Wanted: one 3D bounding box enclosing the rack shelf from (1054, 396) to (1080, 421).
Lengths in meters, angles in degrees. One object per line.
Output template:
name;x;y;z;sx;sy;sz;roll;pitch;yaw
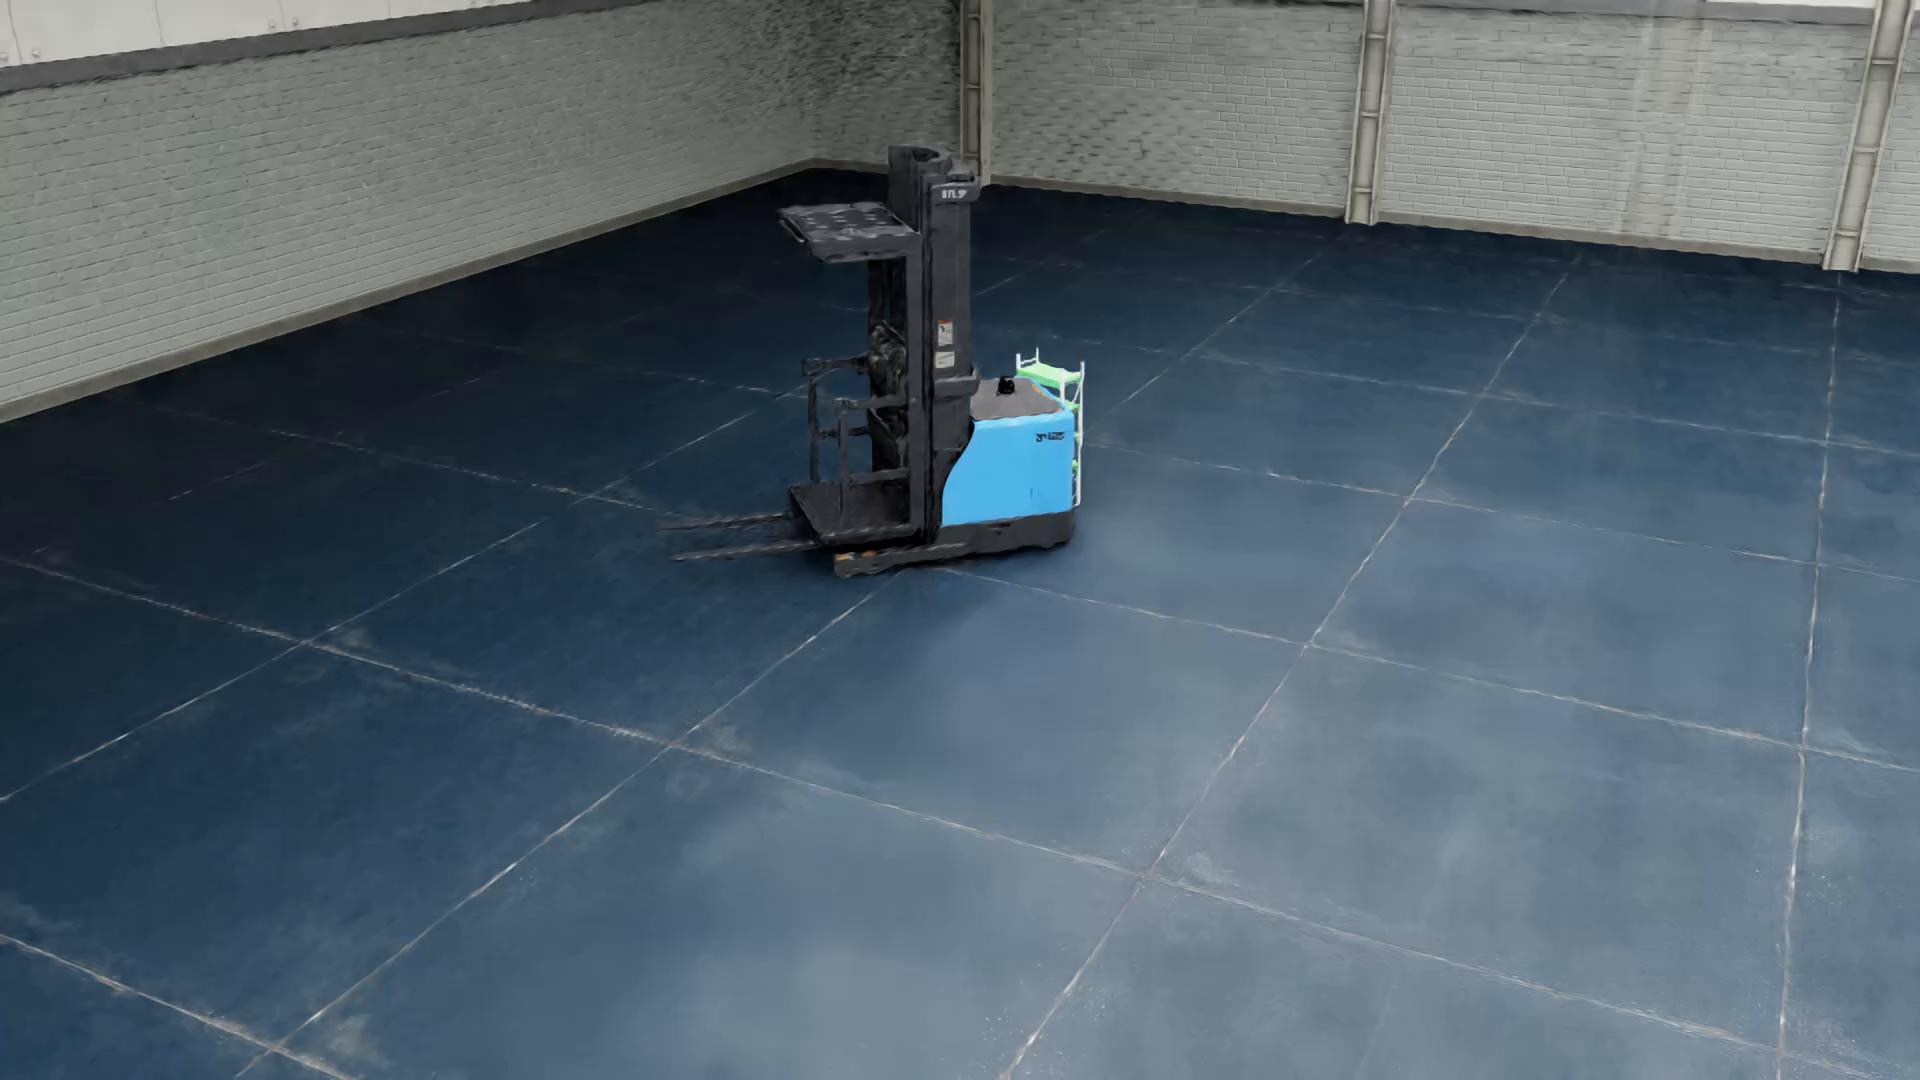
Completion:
rack shelf;0.707;-1.042;13.218;0.258;0.148;0.480;-20;30;-39

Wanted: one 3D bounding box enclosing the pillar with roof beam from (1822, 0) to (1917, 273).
pillar with roof beam;9.003;-6.010;15.383;0.400;9.000;9.100;11;25;25

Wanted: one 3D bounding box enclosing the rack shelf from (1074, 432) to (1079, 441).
rack shelf;0.707;-0.822;13.312;0.258;0.148;0.480;-20;30;-39

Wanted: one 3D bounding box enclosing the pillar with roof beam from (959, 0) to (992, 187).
pillar with roof beam;-1.706;-8.129;20.365;0.400;9.000;9.100;11;25;25

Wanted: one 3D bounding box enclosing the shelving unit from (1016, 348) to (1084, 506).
shelving unit;0.707;-0.880;13.287;0.258;1.200;0.503;-20;30;-39

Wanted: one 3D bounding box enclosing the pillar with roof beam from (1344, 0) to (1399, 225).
pillar with roof beam;3.648;-7.069;17.874;0.400;9.000;9.100;11;25;25

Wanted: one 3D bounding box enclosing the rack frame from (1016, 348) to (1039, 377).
rack frame;0.541;-0.950;13.451;0.240;1.200;0.015;-20;30;-39

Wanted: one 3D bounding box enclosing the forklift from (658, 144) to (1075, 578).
forklift;-0.717;-1.303;12.069;3.031;2.935;1.130;-7;24;-16

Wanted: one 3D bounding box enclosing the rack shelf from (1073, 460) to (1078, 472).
rack shelf;0.707;-0.601;13.406;0.258;0.148;0.480;-20;30;-39

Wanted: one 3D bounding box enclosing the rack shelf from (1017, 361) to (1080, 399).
rack shelf;0.707;-1.263;13.124;0.258;0.148;0.480;-20;30;-39

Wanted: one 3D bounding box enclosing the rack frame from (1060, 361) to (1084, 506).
rack frame;0.873;-0.811;13.123;0.240;1.200;0.015;-20;30;-39
